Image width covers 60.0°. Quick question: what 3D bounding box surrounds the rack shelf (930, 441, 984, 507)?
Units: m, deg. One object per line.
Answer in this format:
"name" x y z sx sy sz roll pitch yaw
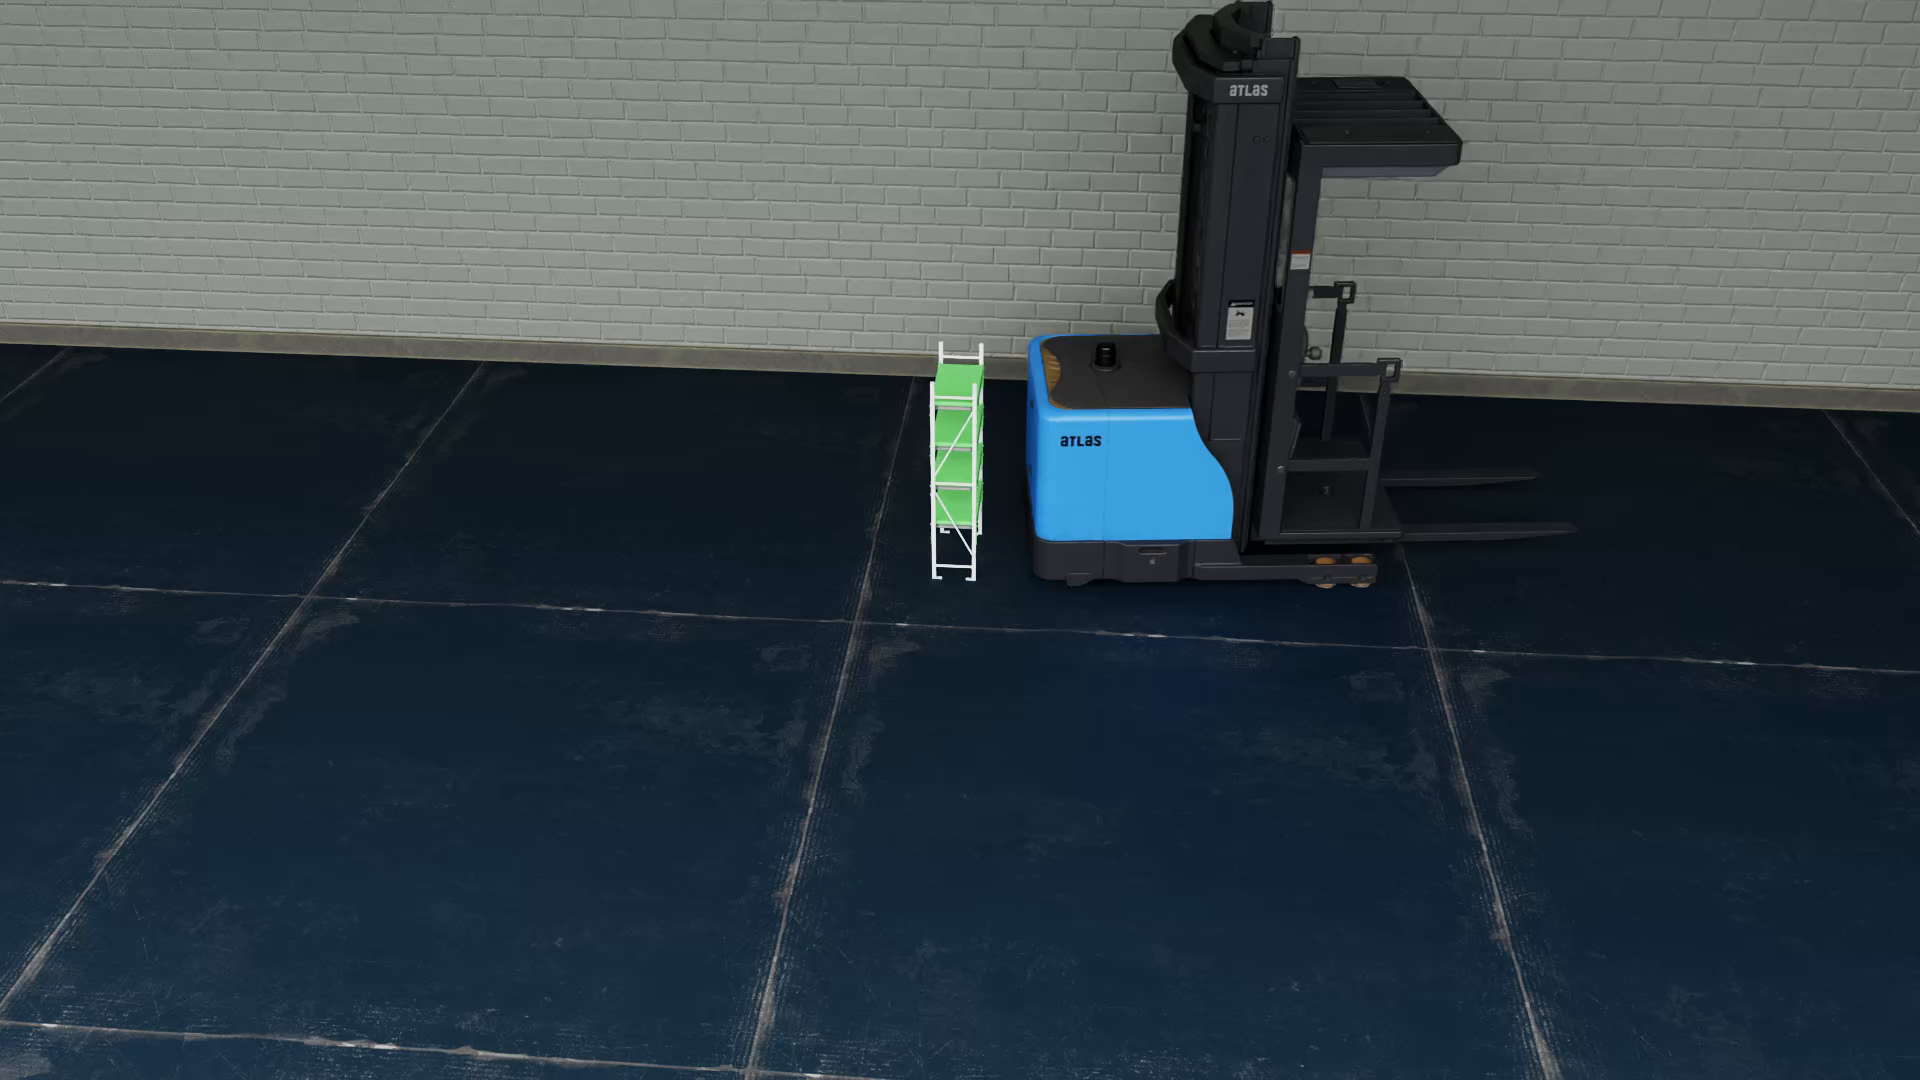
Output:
"rack shelf" -0.013 -0.370 9.109 0.258 0.148 0.480 2 32 4

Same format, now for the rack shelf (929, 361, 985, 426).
"rack shelf" -0.013 -0.778 8.857 0.258 0.148 0.480 2 32 4

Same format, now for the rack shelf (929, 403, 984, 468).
"rack shelf" -0.013 -0.574 8.983 0.258 0.148 0.480 2 32 4

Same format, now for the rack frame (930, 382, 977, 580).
"rack frame" -0.033 -0.297 8.868 0.240 1.200 0.015 2 32 4

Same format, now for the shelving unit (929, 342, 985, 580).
"shelving unit" -0.013 -0.424 9.075 0.258 1.200 0.503 2 32 4

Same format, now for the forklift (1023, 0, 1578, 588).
"forklift" 1.897 -1.264 8.787 3.031 2.935 1.130 -1 32 -1

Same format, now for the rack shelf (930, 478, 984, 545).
"rack shelf" -0.013 -0.166 9.235 0.258 0.148 0.480 2 32 4

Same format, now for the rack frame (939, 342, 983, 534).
"rack frame" 0.006 -0.552 9.282 0.240 1.200 0.015 2 32 4
